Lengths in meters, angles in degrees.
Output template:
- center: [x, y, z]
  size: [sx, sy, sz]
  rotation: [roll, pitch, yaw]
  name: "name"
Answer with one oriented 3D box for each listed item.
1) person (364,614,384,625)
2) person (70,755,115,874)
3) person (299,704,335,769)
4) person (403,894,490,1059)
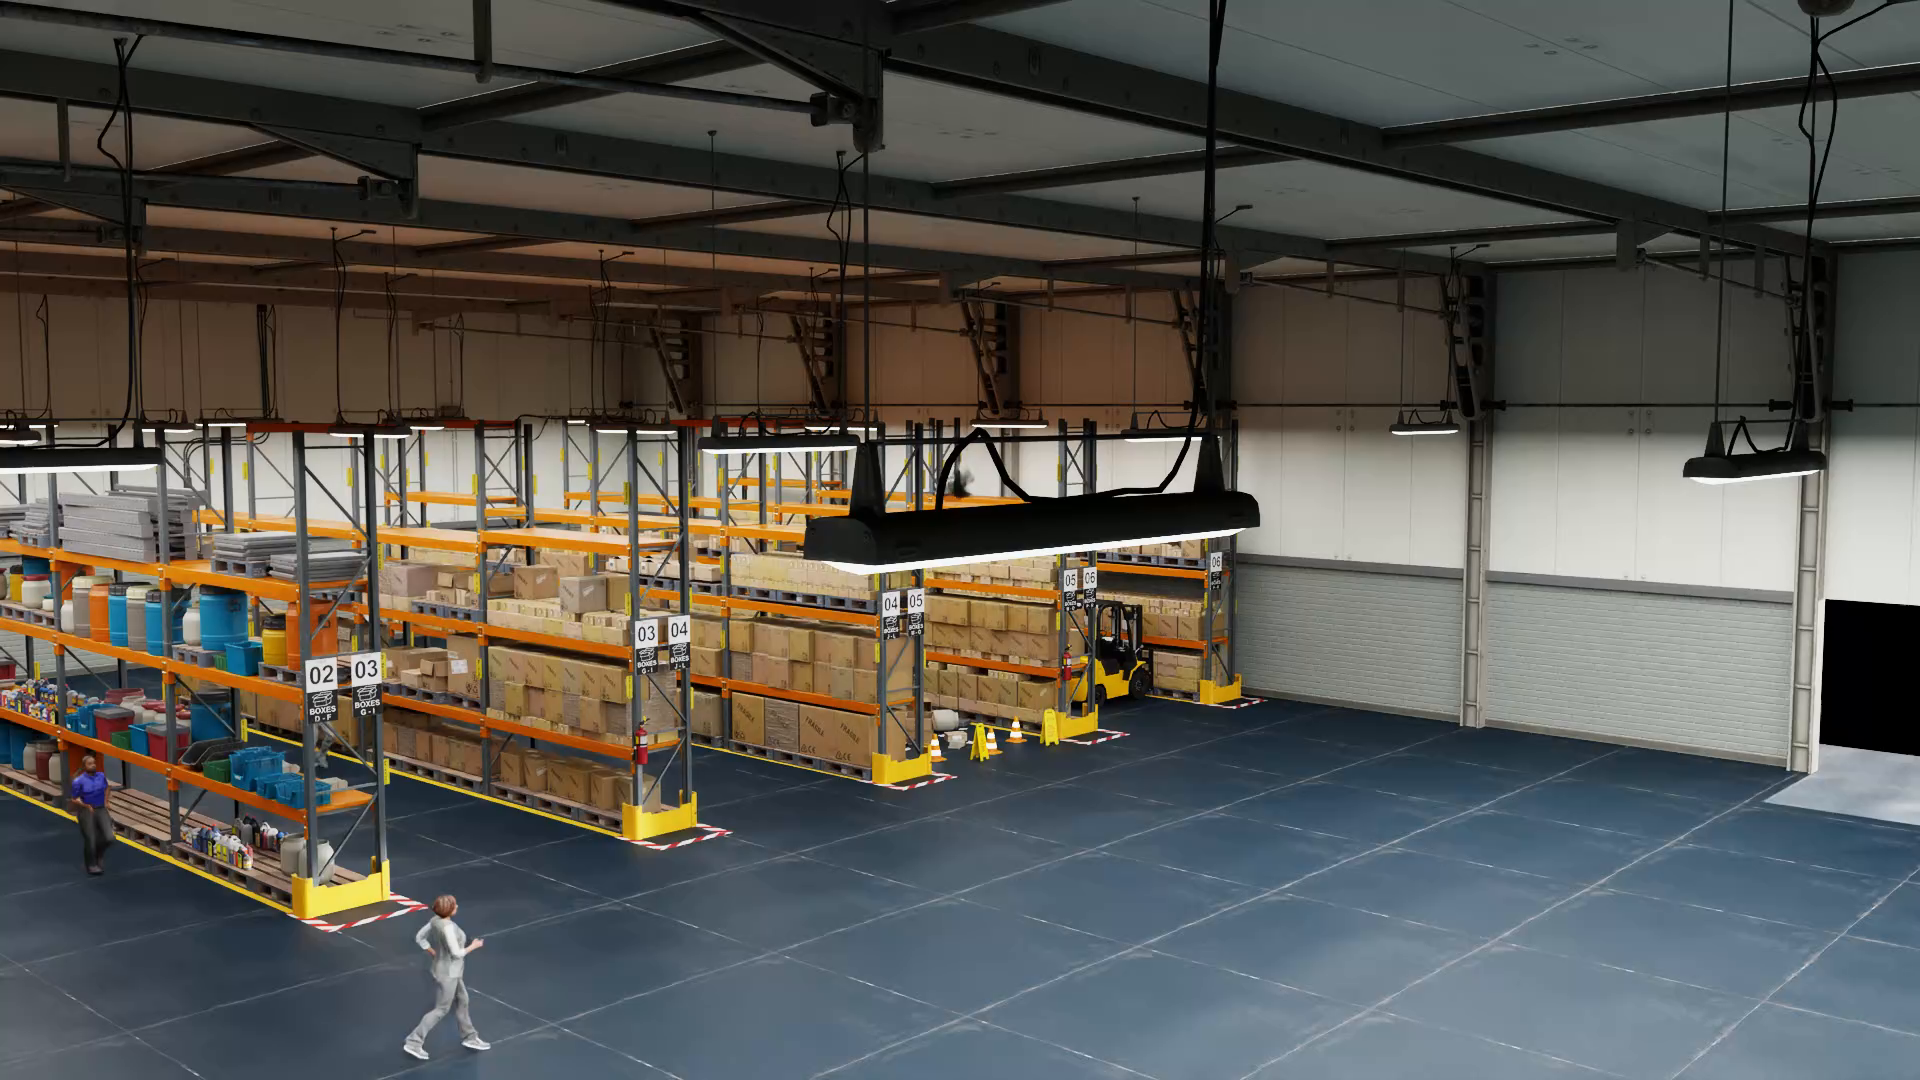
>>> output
- center: [-14.078, 2.241, 39.321]
  size: [0.805, 1.749, 0.794]
  rotation: [3, 6, 33]
  name: "person"
- center: [-11.613, 3.691, 22.327]
  size: [0.563, 1.612, 0.548]
  rotation: [4, 6, 39]
  name: "person"
- center: [-11.097, 3.097, 28.775]
  size: [0.684, 1.770, 0.645]
  rotation: [4, 6, 38]
  name: "person"
- center: [-4.950, 4.249, 16.007]
  size: [0.838, 1.518, 0.525]
  rotation: [-3, 5, -30]
  name: "person"
